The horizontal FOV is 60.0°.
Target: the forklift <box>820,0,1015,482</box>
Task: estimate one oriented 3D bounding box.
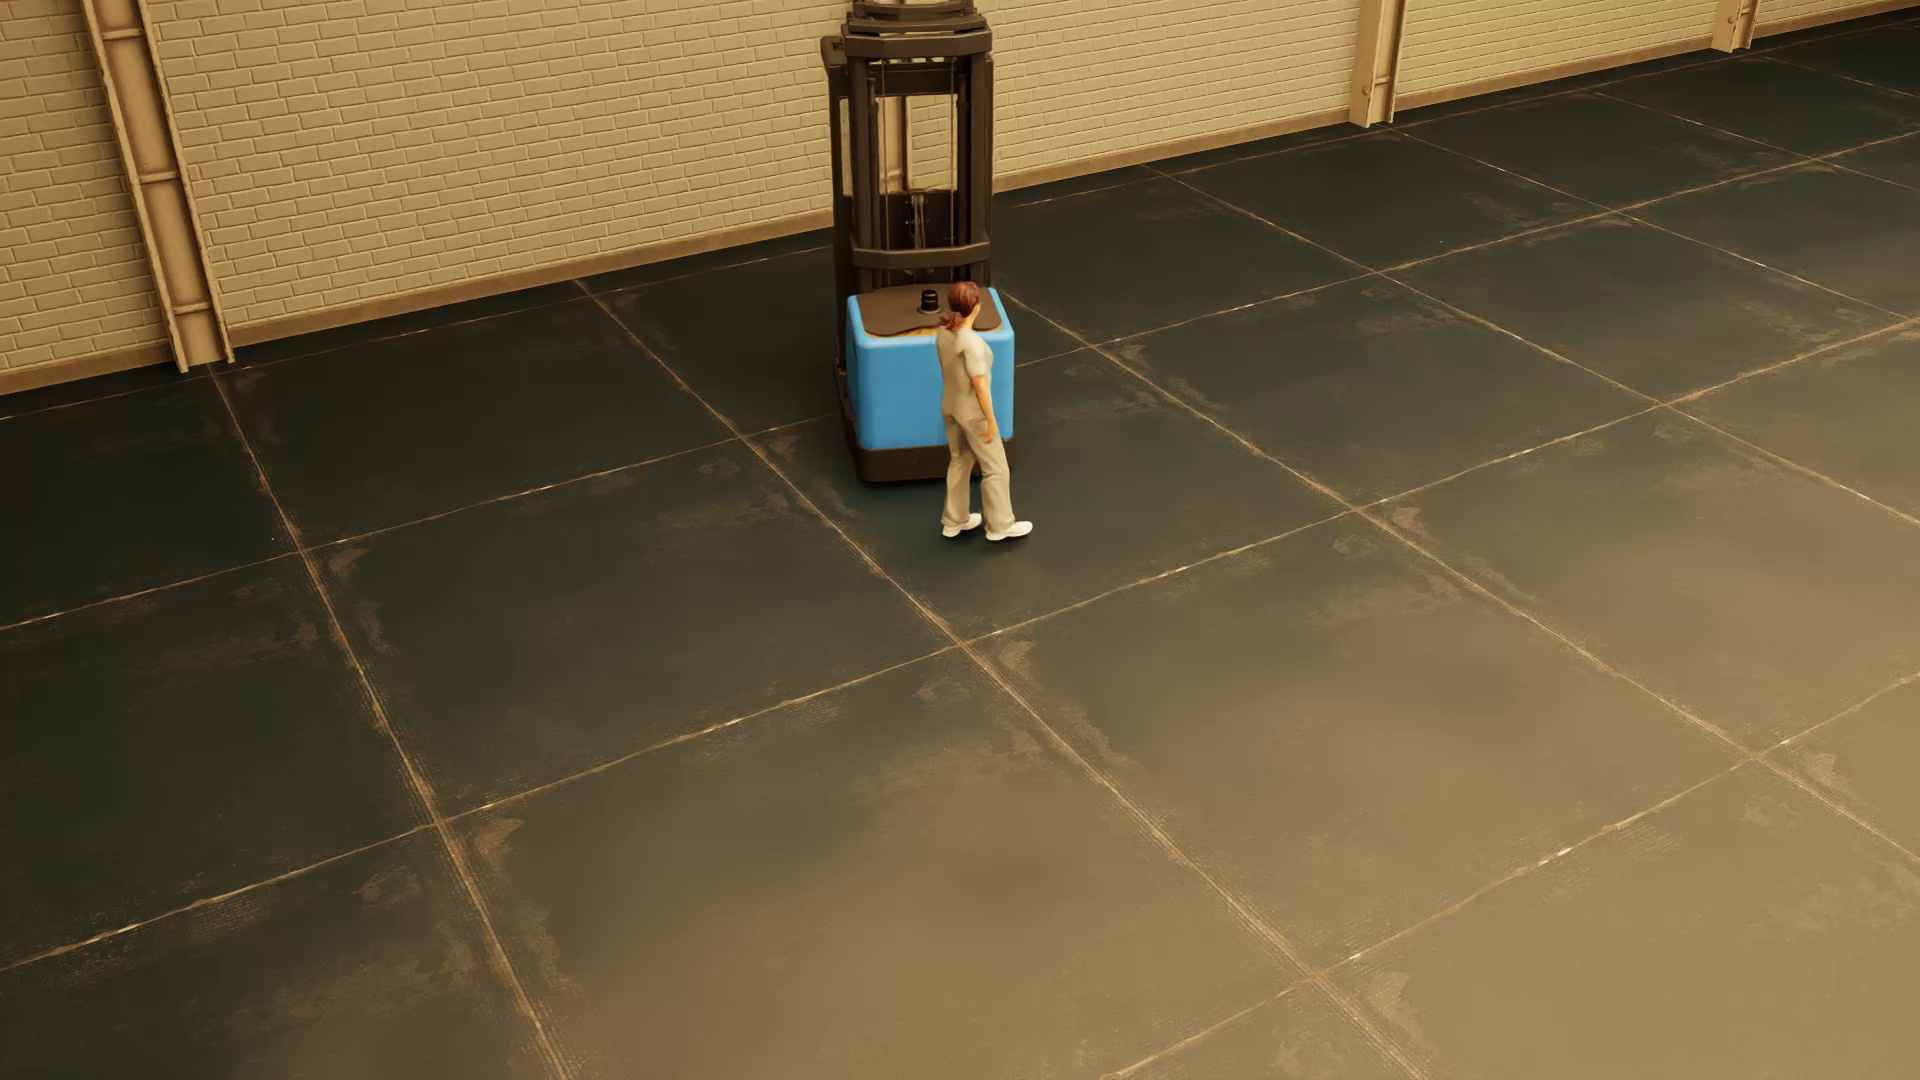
[{"bbox_3d":[-0.359,-2.380,11.621,1.130,2.935,3.031,-4,31,-7],"label":"forklift"}]

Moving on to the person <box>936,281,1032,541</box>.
[{"bbox_3d":[0.107,-0.805,10.152,0.512,1.661,0.574,-19,36,-29],"label":"person"}]
